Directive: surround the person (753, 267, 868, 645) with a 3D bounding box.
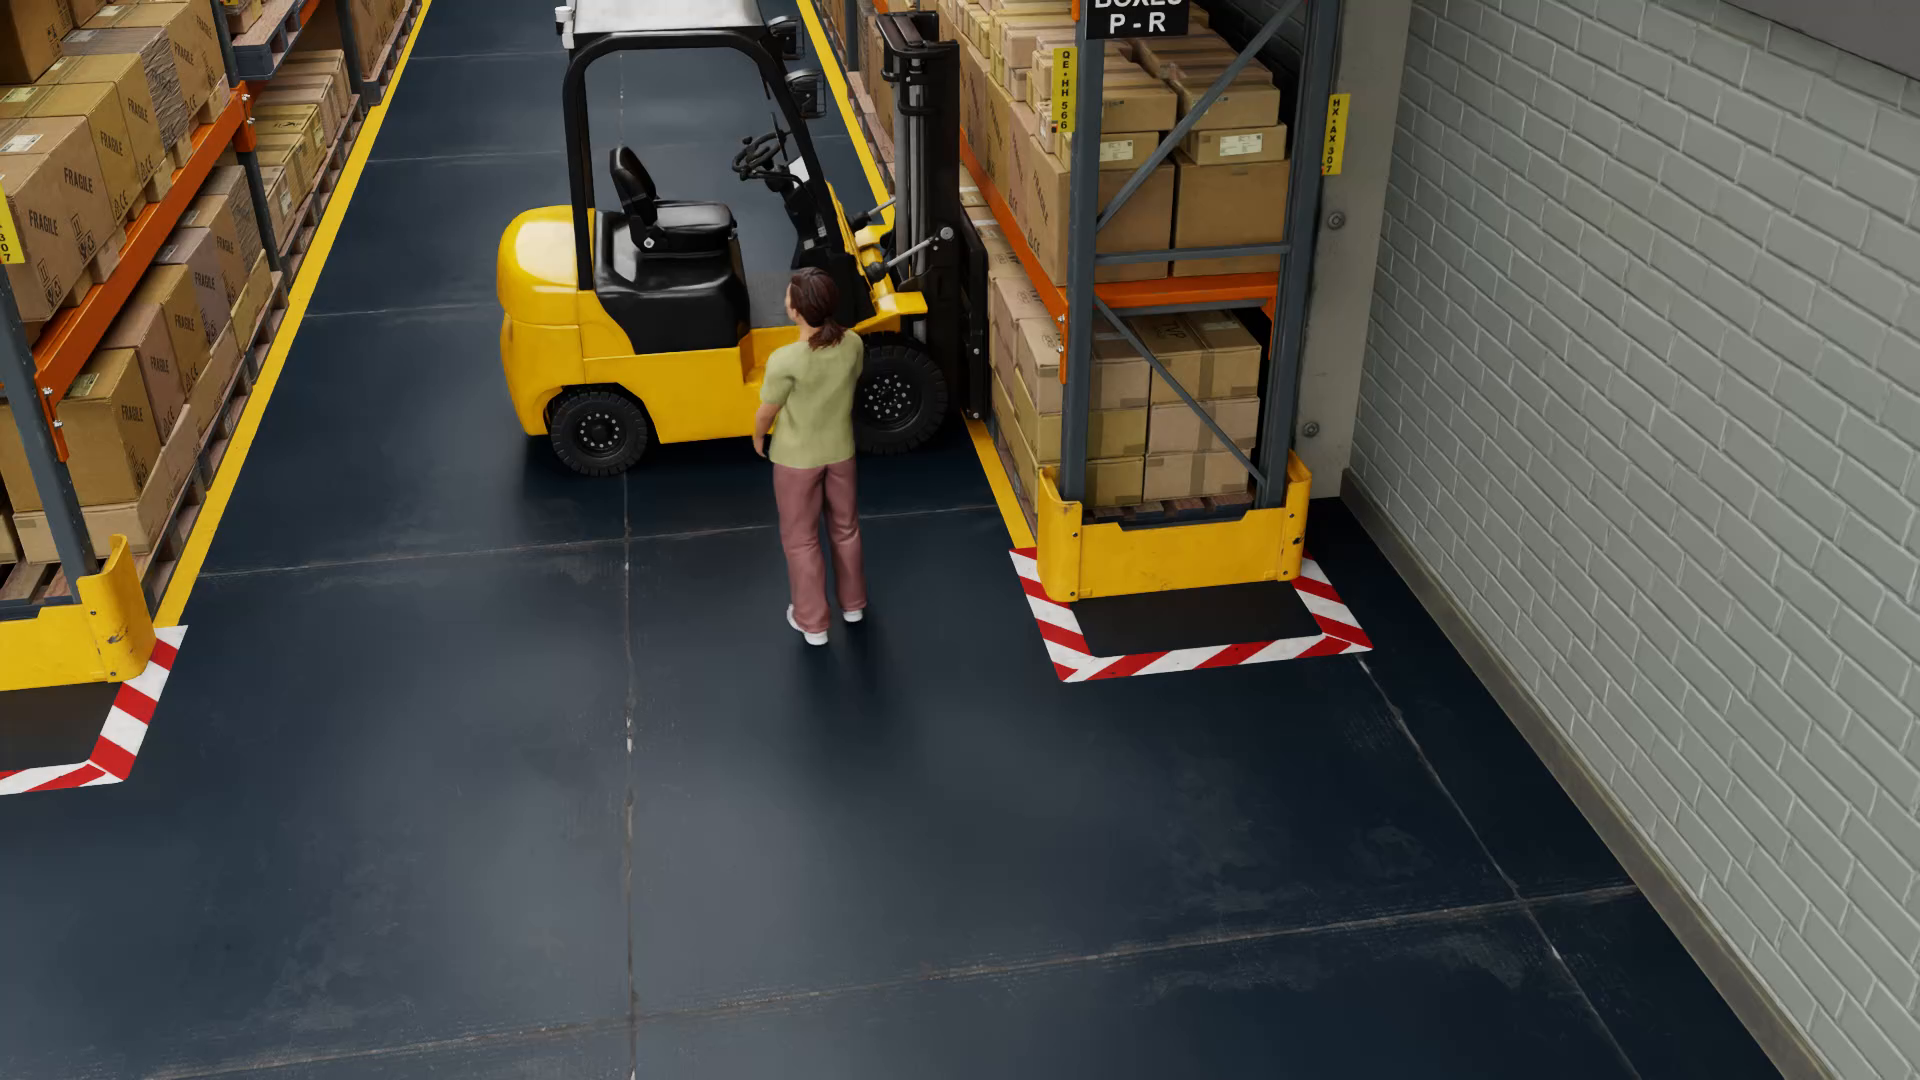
[{"bbox_3d":[-0.582,-0.342,6.695,0.516,1.676,0.494,-19,36,-29],"label":"person"}]
